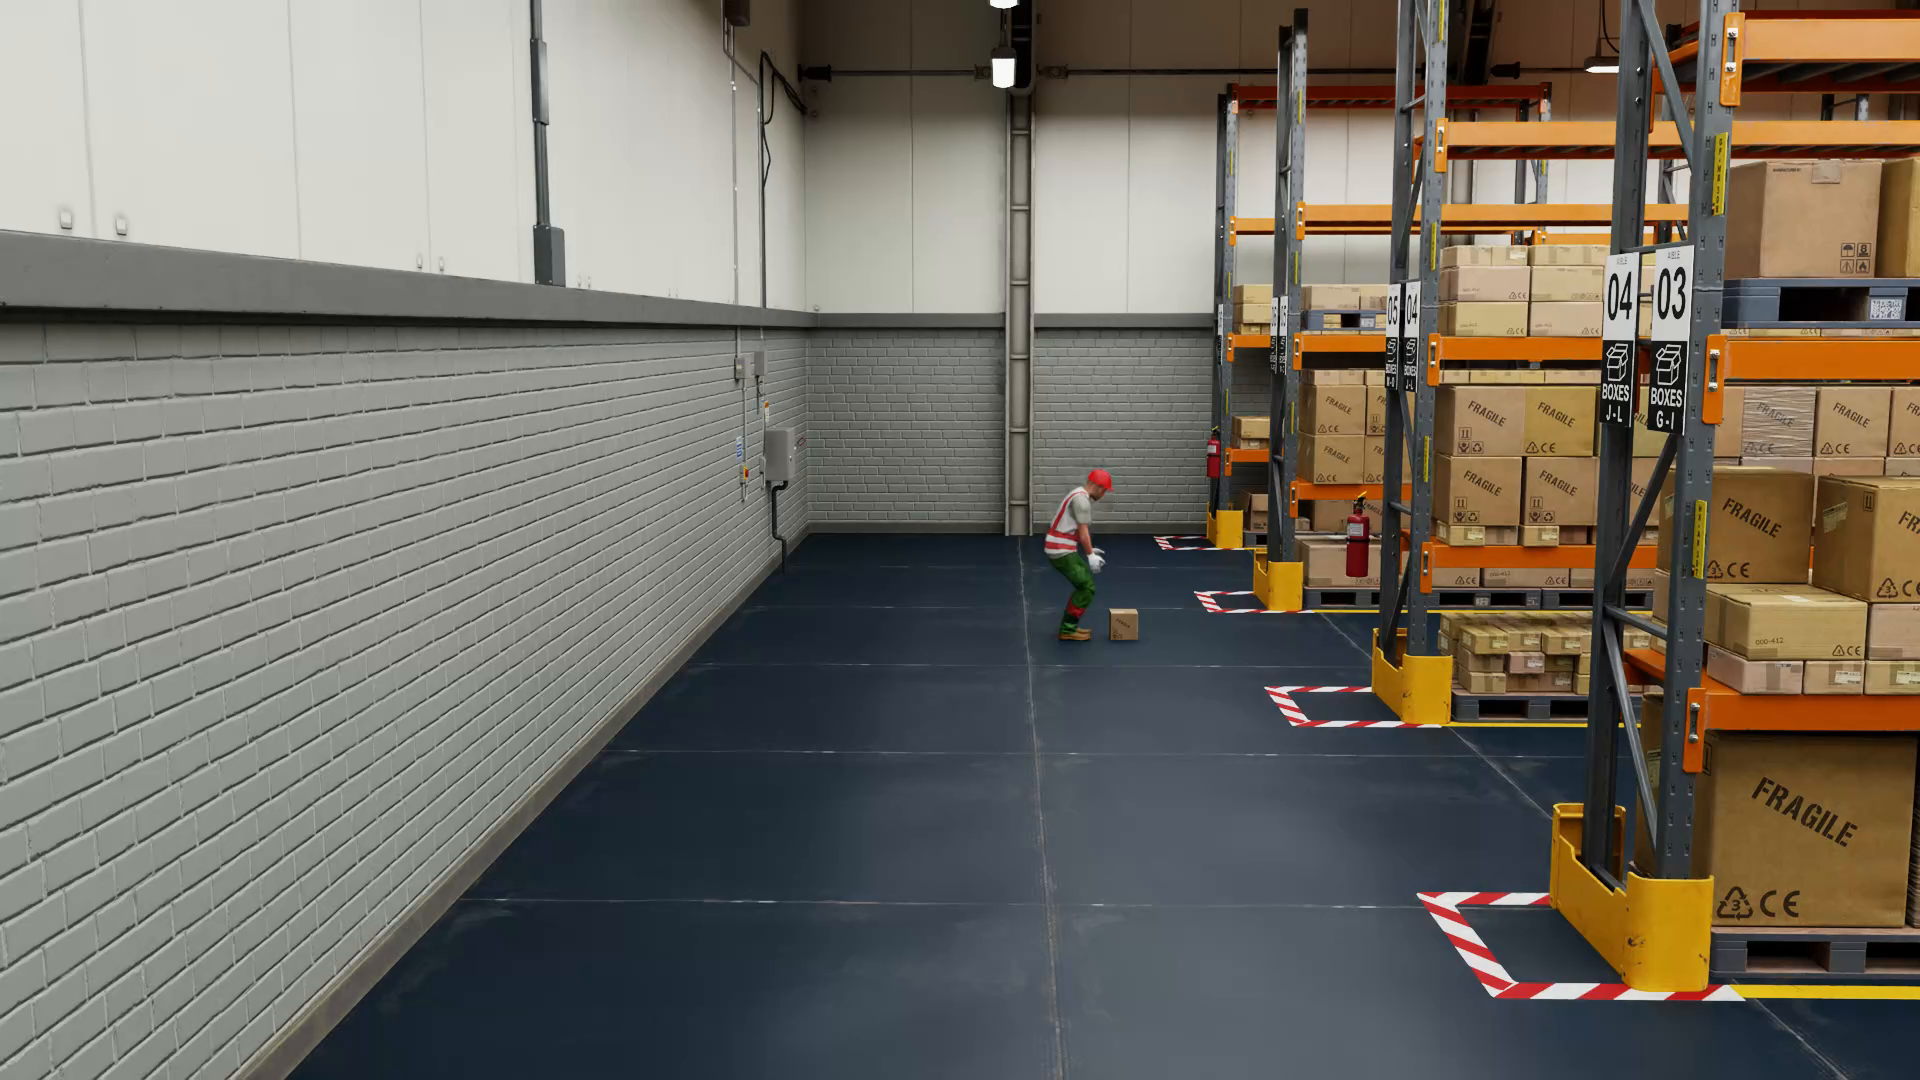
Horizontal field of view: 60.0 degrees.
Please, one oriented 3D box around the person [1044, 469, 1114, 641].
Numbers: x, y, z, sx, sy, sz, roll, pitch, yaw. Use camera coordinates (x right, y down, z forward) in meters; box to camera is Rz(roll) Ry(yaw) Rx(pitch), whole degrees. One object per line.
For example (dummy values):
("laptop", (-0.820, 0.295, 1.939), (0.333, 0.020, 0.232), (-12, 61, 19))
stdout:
("person", (1.105, 0.127, 15.504), (0.647, 1.580, 0.575), (0, 7, 2))
